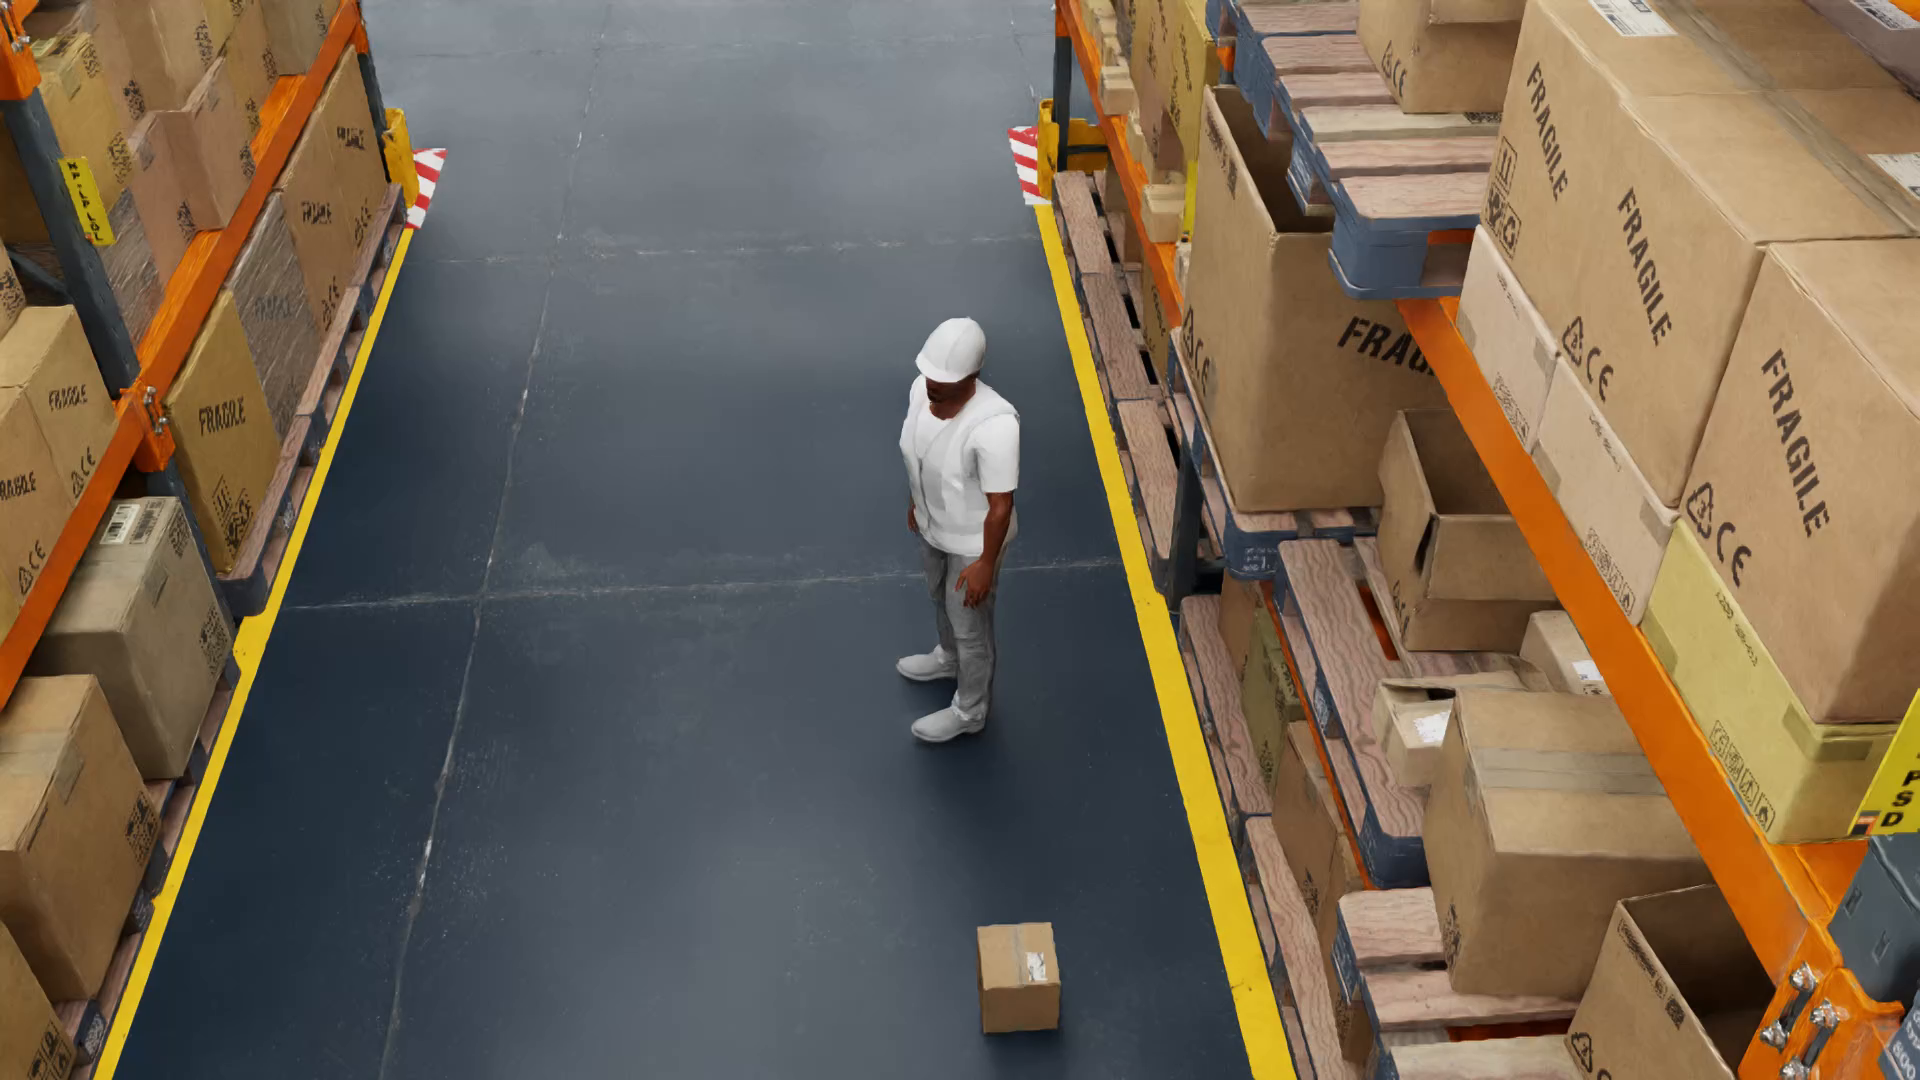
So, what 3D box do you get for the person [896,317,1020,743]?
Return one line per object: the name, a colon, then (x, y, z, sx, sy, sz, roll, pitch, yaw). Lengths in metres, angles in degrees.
person: (-0.057, -0.031, 6.125, 0.462, 1.771, 0.622, -22, 44, -25)
